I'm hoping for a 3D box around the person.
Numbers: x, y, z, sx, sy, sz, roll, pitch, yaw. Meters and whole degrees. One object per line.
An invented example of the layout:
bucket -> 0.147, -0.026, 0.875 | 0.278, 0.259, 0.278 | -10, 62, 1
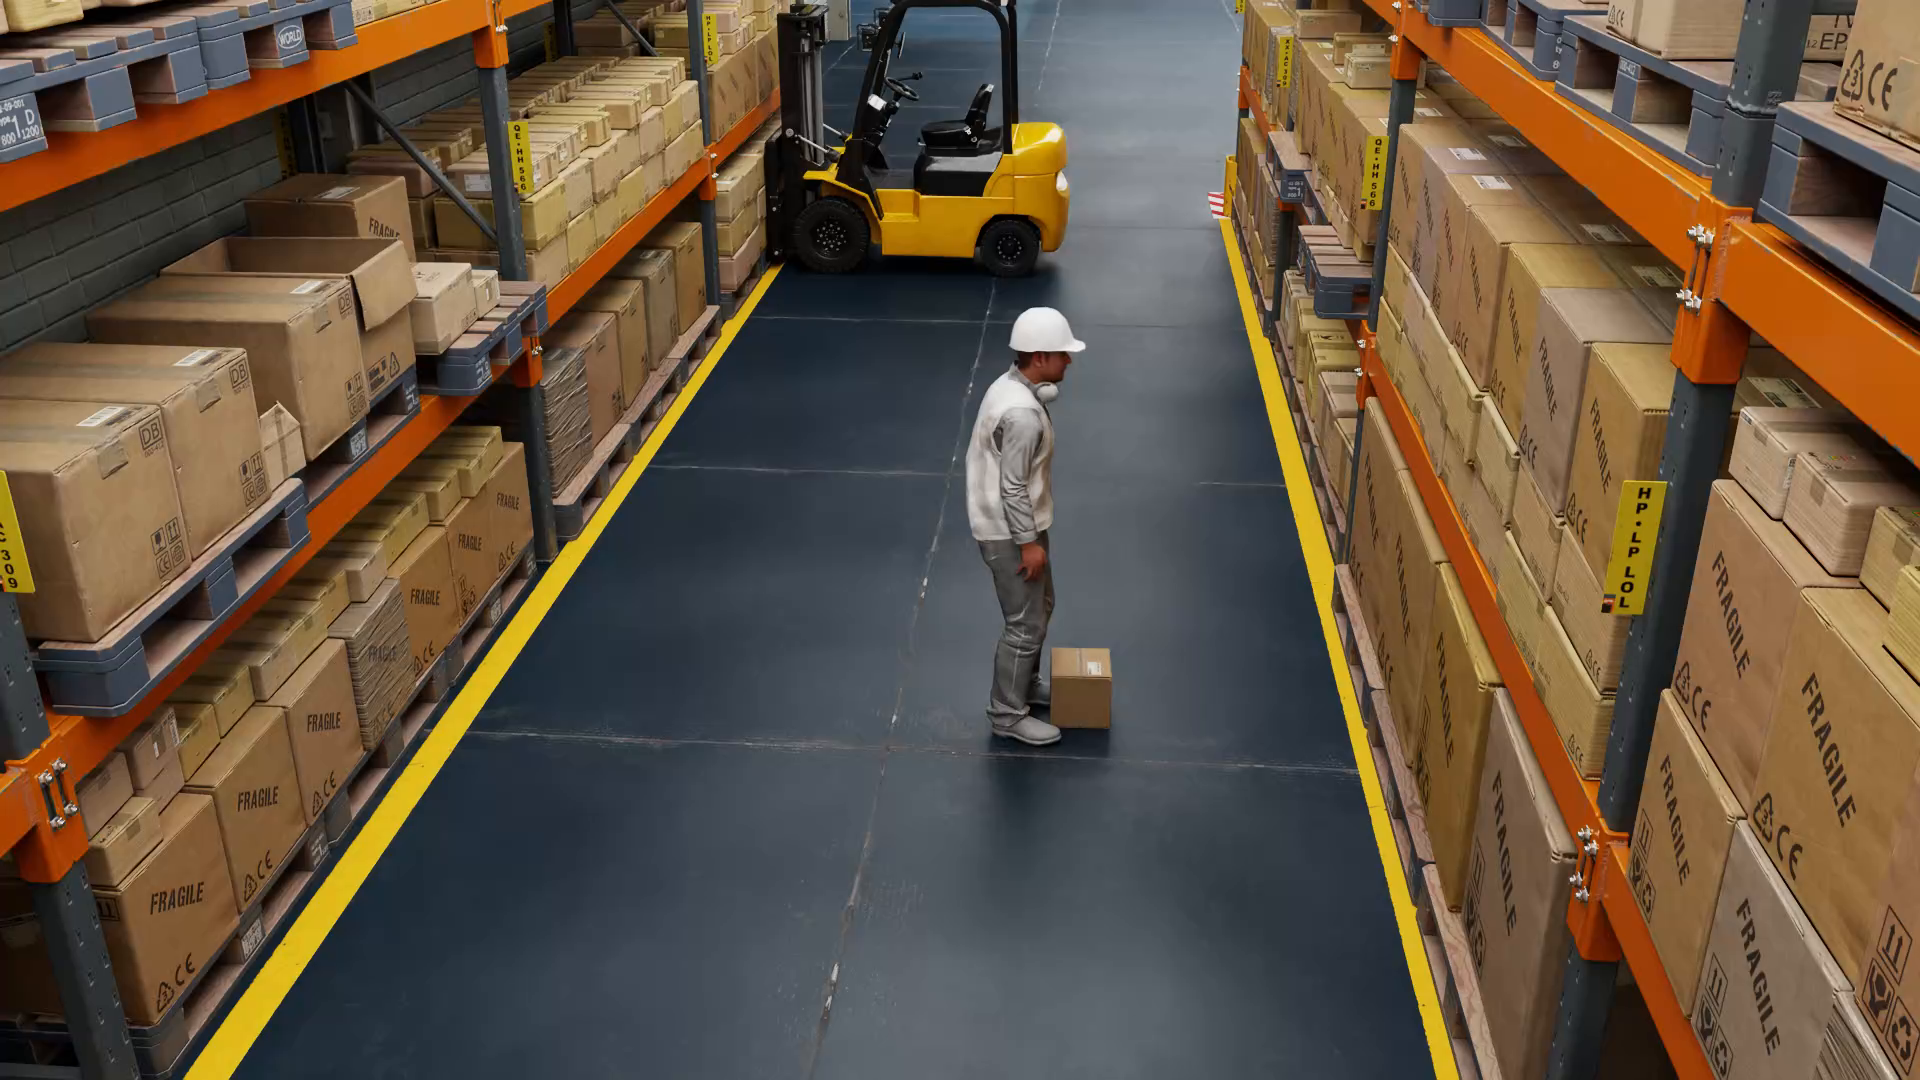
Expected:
person -> 0.255, -0.072, 6.734 | 0.464, 1.768, 0.588 | 1, 24, 3
